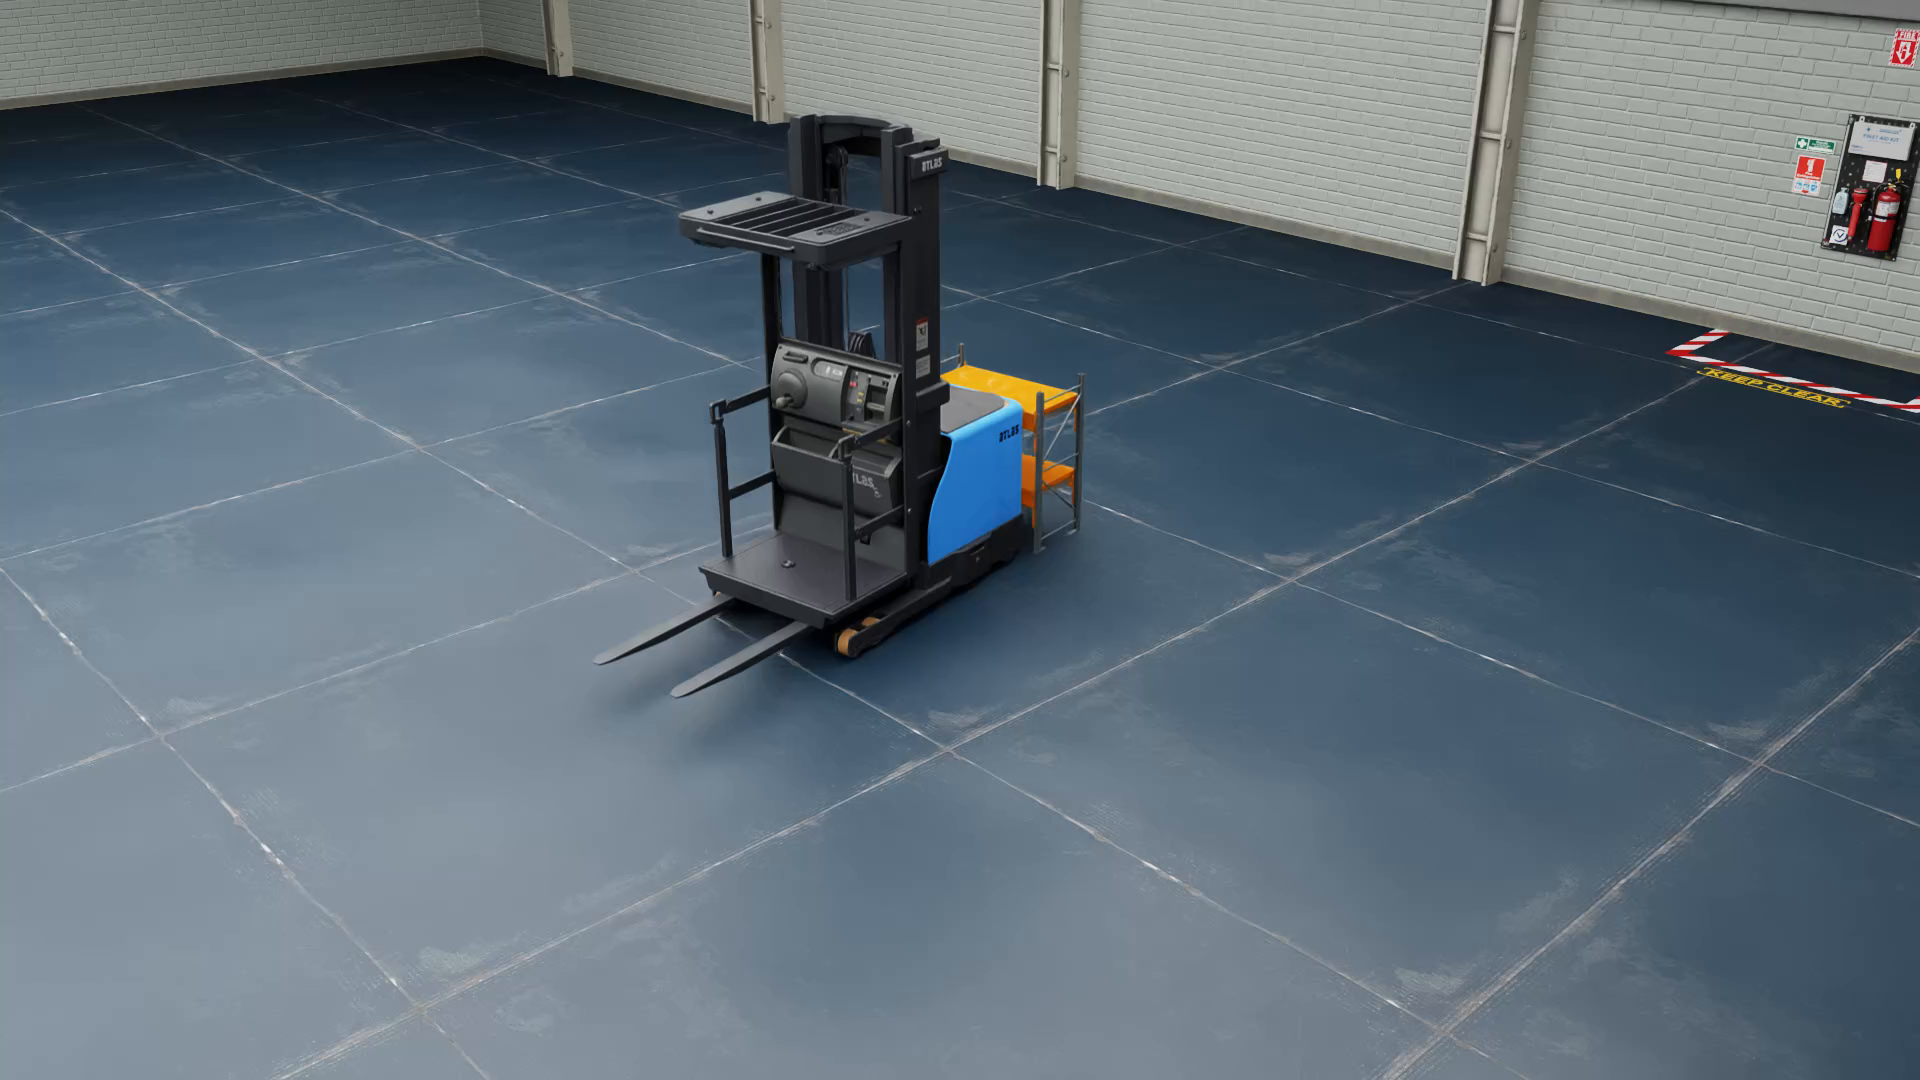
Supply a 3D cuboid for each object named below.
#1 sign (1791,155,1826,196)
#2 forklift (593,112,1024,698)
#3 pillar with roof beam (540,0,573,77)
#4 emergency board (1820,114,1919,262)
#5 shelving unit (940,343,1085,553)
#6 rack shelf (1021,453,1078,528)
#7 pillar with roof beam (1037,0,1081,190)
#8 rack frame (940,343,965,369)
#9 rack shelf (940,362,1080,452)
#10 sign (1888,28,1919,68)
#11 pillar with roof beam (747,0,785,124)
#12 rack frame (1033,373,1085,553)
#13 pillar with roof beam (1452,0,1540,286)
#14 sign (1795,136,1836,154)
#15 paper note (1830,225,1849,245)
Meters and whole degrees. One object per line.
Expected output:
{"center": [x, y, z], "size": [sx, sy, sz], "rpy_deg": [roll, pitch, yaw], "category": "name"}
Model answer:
{"center": [7.460, -3.205, 14.618], "size": [0.001, 0.329, 0.234], "rpy_deg": [-21, 32, -38], "category": "sign"}
{"center": [-0.868, -0.875, 9.636], "size": [1.130, 2.935, 3.031], "rpy_deg": [17, 30, 33], "category": "forklift"}
{"center": [-10.122, -11.012, 24.546], "size": [9.100, 9.000, 0.400], "rpy_deg": [-21, 32, -38], "category": "pillar with roof beam"}
{"center": [7.763, -2.992, 14.194], "size": [0.194, 1.169, 0.643], "rpy_deg": [-21, 32, -38], "category": "emergency board"}
{"center": [0.260, -0.639, 11.294], "size": [1.048, 1.125, 0.538], "rpy_deg": [18, 30, 35], "category": "shelving unit"}
{"center": [0.260, -0.416, 11.396], "size": [1.000, 0.278, 0.538], "rpy_deg": [18, 30, 35], "category": "rack shelf"}
{"center": [-1.920, -7.376, 16.576], "size": [9.100, 9.000, 0.400], "rpy_deg": [-21, 32, -38], "category": "pillar with roof beam"}
{"center": [-0.136, -0.771, 11.584], "size": [0.032, 1.125, 0.500], "rpy_deg": [18, 30, 35], "category": "rack frame"}
{"center": [0.260, -0.905, 11.173], "size": [1.000, 0.278, 0.538], "rpy_deg": [18, 30, 35], "category": "rack shelf"}
{"center": [7.830, -4.077, 13.780], "size": [0.001, 0.298, 0.199], "rpy_deg": [-21, 32, -38], "category": "sign"}
{"center": [-6.021, -9.194, 20.561], "size": [9.100, 9.000, 0.400], "rpy_deg": [-21, 32, -38], "category": "pillar with roof beam"}
{"center": [0.657, -0.506, 11.005], "size": [0.032, 1.125, 0.500], "rpy_deg": [18, 30, 35], "category": "rack frame"}
{"center": [2.181, -5.558, 12.592], "size": [9.100, 9.000, 0.400], "rpy_deg": [-21, 32, -38], "category": "pillar with roof beam"}
{"center": [7.457, -3.442, 14.499], "size": [0.001, 0.109, 0.331], "rpy_deg": [-21, 32, -38], "category": "sign"}
{"center": [7.692, -2.664, 14.537], "size": [0.016, 0.148, 0.142], "rpy_deg": [-21, 32, -38], "category": "paper note"}
